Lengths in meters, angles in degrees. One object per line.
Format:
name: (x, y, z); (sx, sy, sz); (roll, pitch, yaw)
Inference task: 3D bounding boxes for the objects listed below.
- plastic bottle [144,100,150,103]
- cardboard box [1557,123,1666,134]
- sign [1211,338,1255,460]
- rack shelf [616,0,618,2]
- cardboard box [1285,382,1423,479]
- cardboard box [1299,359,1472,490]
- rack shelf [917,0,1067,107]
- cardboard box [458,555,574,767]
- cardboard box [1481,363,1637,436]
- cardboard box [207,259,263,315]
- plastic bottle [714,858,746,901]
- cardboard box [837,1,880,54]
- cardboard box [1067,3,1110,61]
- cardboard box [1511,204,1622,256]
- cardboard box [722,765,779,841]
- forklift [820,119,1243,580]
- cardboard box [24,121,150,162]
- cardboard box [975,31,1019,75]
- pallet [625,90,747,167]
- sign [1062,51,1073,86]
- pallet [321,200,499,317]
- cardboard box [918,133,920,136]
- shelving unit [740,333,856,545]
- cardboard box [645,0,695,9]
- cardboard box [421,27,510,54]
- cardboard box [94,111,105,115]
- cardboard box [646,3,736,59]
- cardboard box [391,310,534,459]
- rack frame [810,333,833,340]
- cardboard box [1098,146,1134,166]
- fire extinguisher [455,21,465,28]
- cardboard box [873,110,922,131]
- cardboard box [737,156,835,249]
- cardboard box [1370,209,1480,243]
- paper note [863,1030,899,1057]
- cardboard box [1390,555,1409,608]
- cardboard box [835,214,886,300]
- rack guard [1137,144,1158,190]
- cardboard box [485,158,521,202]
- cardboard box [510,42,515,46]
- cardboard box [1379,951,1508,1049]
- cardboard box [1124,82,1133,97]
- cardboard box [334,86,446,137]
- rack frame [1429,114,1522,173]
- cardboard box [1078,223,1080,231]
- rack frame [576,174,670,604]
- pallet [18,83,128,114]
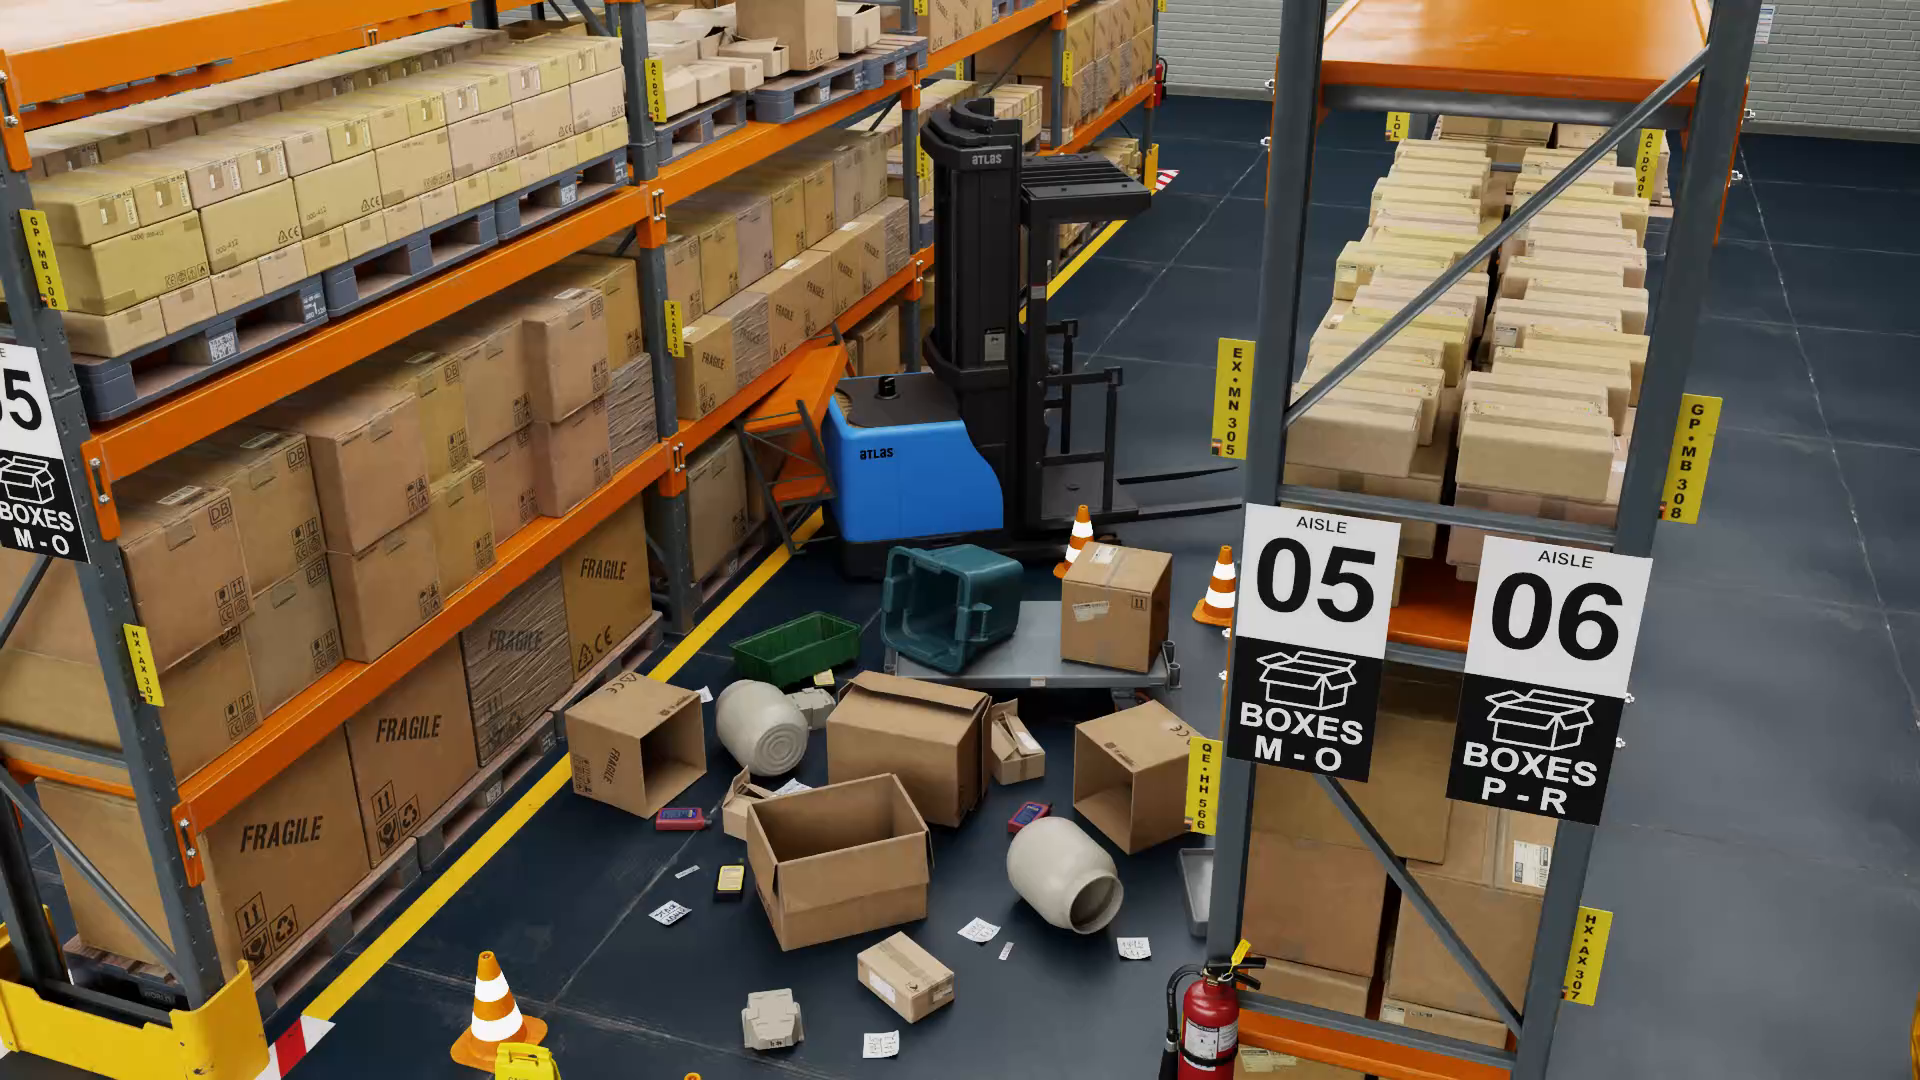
plastic bottle: (-8.966, -4.852, 18.281); (0.097, 0.201, 0.097); (0, 26, 0)
cardboard box: (3.301, -2.034, 8.480); (0.500, 0.250, 0.500); (8, 27, 17)
sign: (0.713, -0.365, 4.328); (0.100, 0.325, 0.005); (9, 27, 17)
rack shelf: (-3.457, -6.745, 19.345); (1.077, 0.370, 4.000); (9, 27, 17)
cardboard box: (1.064, -0.306, 4.594); (0.380, 0.149, 0.250); (9, 27, 18)
cardboard box: (1.327, -0.398, 5.243); (0.500, 0.250, 0.500); (8, 27, 17)
rack shelf: (0.495, -5.130, 16.010); (1.077, 0.370, 7.843); (9, 27, 17)
cardboard box: (-2.712, 0.539, 8.875); (0.875, 0.875, 0.875); (9, 27, 18)
cardboard box: (1.825, -0.318, 5.077); (0.500, 0.250, 0.500); (8, 27, 17)
cardboard box: (-2.887, -0.977, 6.300); (0.380, 0.149, 0.250); (9, 27, 18)
plastic bottle: (-1.106, 1.635, 8.028); (0.133, 0.061, 0.283); (0, 26, -1)
cardboard box: (-0.874, -3.563, 11.453); (0.500, 0.311, 0.500); (9, 27, 17)
cardboard box: (1.256, -5.332, 17.442); (0.500, 0.500, 0.500); (9, 27, 18)
cardboard box: (2.329, -1.175, 6.390); (0.380, 0.149, 0.250); (8, 27, 16)
cardboard box: (-0.976, 1.356, 8.368); (0.396, 0.266, 0.258); (14, 29, 26)
forklift: (0.608, -1.342, 10.983); (3.031, 2.843, 1.129); (-6, 26, -12)
cardboard box: (-3.425, -1.536, 6.539); (0.380, 0.149, 0.250); (9, 27, 18)
cardboard box: (0.423, -4.997, 16.749); (0.500, 0.500, 0.500); (8, 27, 16)
pallet: (-1.882, -2.496, 9.964); (0.805, 0.209, 1.217); (8, 27, 15)
sign: (1.046, -4.578, 16.158); (0.100, 0.325, 0.005); (9, 27, 17)
pallet: (-2.830, -1.324, 7.425); (1.003, 0.211, 1.213); (9, 27, 17)
cardboard box: (-0.212, -3.317, 14.006); (0.380, 0.149, 0.250); (8, 27, 15)
shelving unit: (-0.990, -0.689, 11.234); (0.538, 0.981, 1.030); (-9, 33, 17)
cardboard box: (-3.538, -6.367, 20.151); (0.500, 0.500, 0.500); (8, 27, 16)
cardboard box: (-2.582, -2.578, 8.690); (0.380, 0.149, 0.250); (9, 27, 18)
cardboard box: (-14.352, -5.166, 18.843); (10.705, 0.276, 0.957); (8, 27, 16)
cardboard box: (-1.585, -3.357, 11.028); (0.553, 0.311, 1.537); (8, 27, 16)
cardboard box: (-2.679, -0.810, 8.293); (0.875, 0.550, 0.550); (9, 27, 17)
rack frame: (-0.911, -0.984, 11.641); (0.475, 0.981, 0.013); (-9, 33, 17)
cardboard box: (1.811, -4.479, 19.389); (0.380, 0.149, 0.250); (8, 27, 16)
fire extinguisher: (-6.983, -7.052, 23.113); (0.296, 0.674, 0.183); (9, 27, 17)
cardboard box: (-0.559, -3.741, 14.882); (0.380, 0.149, 0.250); (10, 27, 19)
cardboard box: (-1.304, -2.385, 11.695); (0.700, 0.500, 0.500); (8, 27, 17)
cardboard box: (1.767, -1.142, 6.322); (0.380, 0.149, 0.250); (8, 27, 17)
paper note: (-0.333, 2.131, 7.037); (0.148, 0.019, 0.142); (0, 26, -1)
cardboard box: (1.085, 0.048, 4.779); (0.380, 0.149, 0.250); (9, 27, 18)
cardboard box: (-0.874, -2.108, 12.271); (0.500, 0.500, 0.500); (9, 27, 17)
rack guard: (1.827, -4.623, 20.448); (1.175, 0.500, 0.348); (9, 27, 17)
cardboard box: (-2.298, -1.706, 7.804); (0.380, 0.149, 0.250); (9, 27, 18)
cardboard box: (-4.758, -4.591, 16.248); (0.797, 0.503, 0.637); (10, 27, 19)
cardboard box: (1.538, 1.476, 5.272); (0.380, 0.149, 0.250); (9, 27, 18)
cardboard box: (1.760, -5.181, 19.021); (0.380, 0.149, 0.250); (9, 27, 19)
cardboard box: (-2.467, -1.857, 7.202); (0.380, 0.149, 0.250); (9, 27, 18)
rack frame: (2.564, -2.871, 7.078); (0.949, 2.616, 0.053); (9, 27, 17)
cardboard box: (1.068, -3.364, 17.768); (0.380, 0.149, 0.250); (9, 27, 17)
rack frame: (-2.144, -0.849, 9.784); (0.949, 2.616, 0.053); (9, 27, 17)
pallet: (-6.478, -3.113, 11.234); (1.213, 0.211, 1.003); (9, 27, 17)
